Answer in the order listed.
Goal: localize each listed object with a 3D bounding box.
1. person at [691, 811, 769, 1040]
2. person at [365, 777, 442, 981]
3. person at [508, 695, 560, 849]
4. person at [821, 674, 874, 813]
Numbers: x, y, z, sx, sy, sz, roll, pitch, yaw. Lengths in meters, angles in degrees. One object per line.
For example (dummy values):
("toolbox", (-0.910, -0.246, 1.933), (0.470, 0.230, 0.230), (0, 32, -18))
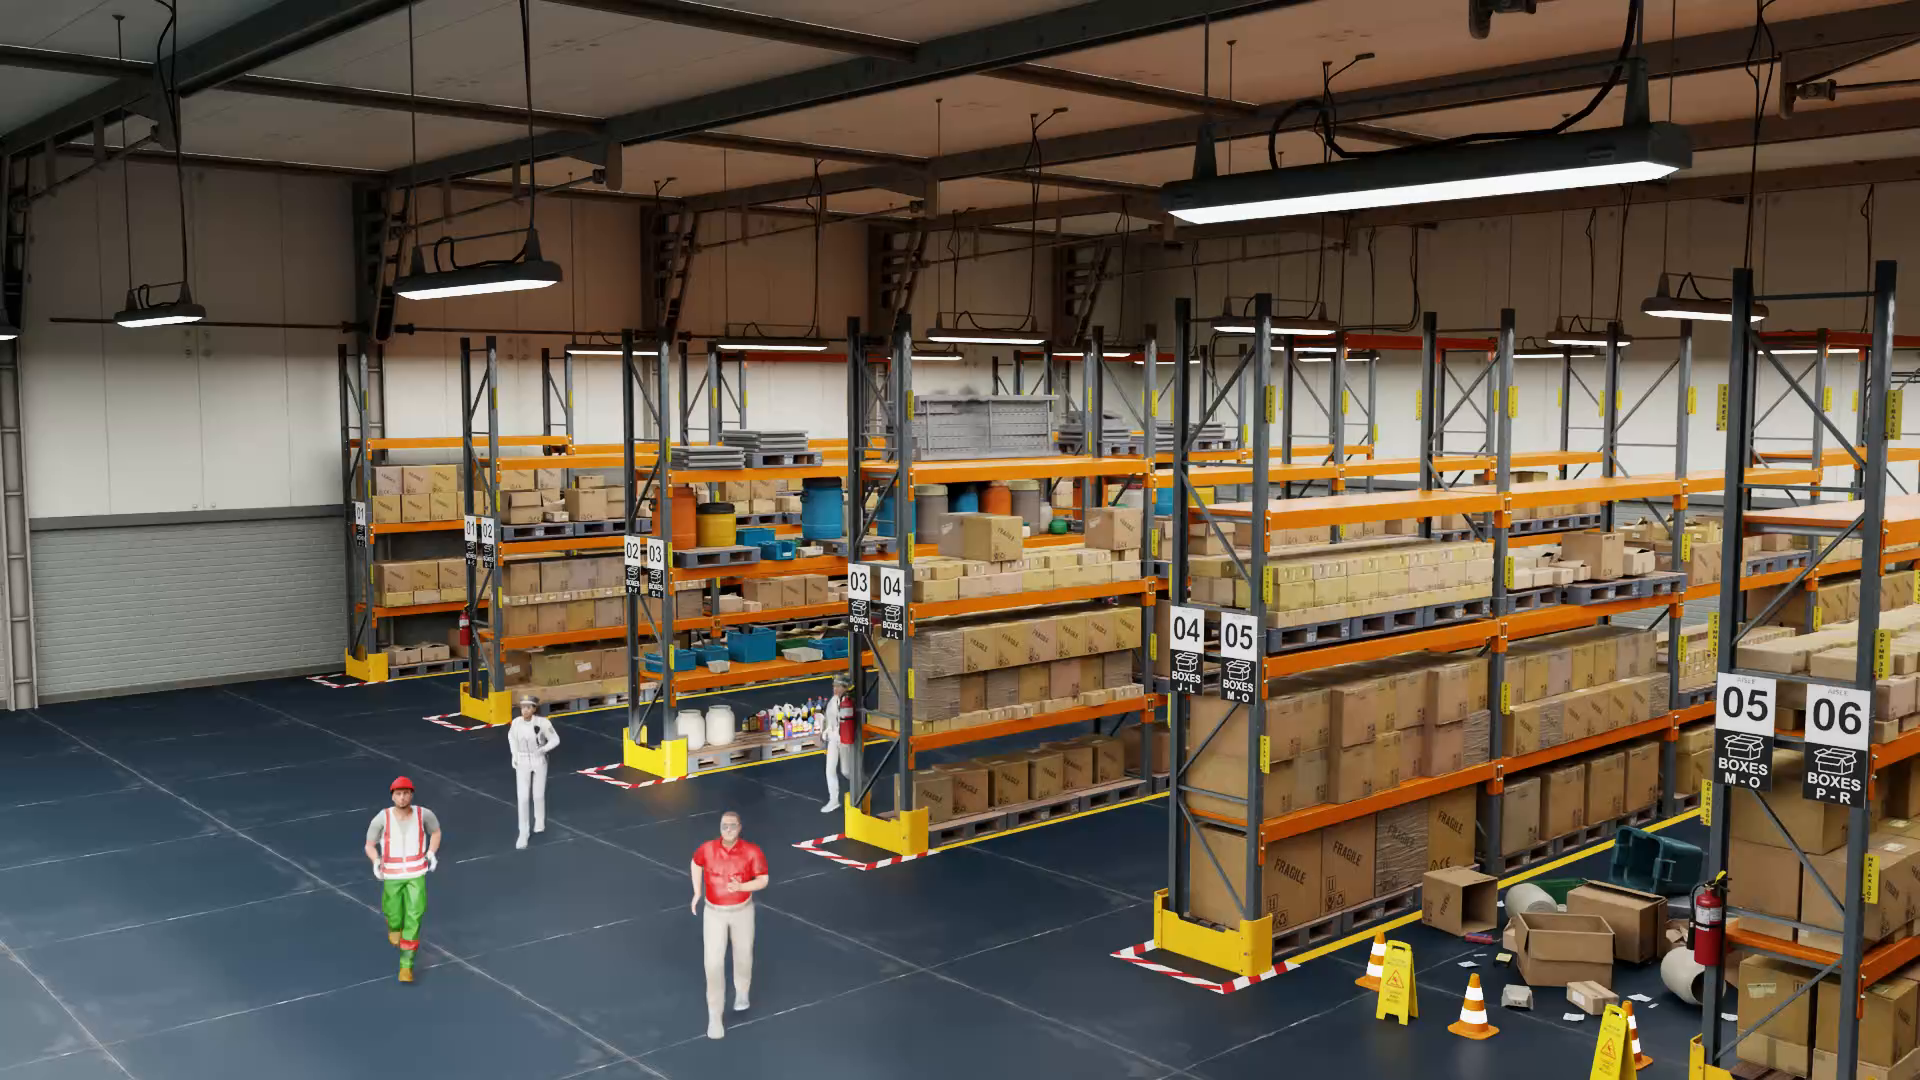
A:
("person", (-1.877, 3.099, 13.563), (0.637, 1.798, 0.798), (-1, 5, -6))
("person", (-4.924, 2.972, 14.770), (0.655, 1.762, 0.832), (-2, 6, -22))
("person", (-4.897, 2.610, 19.130), (0.607, 1.744, 0.757), (-1, 5, -6))
("person", (-1.433, 2.485, 20.597), (0.740, 1.694, 0.631), (-5, 7, -45))
